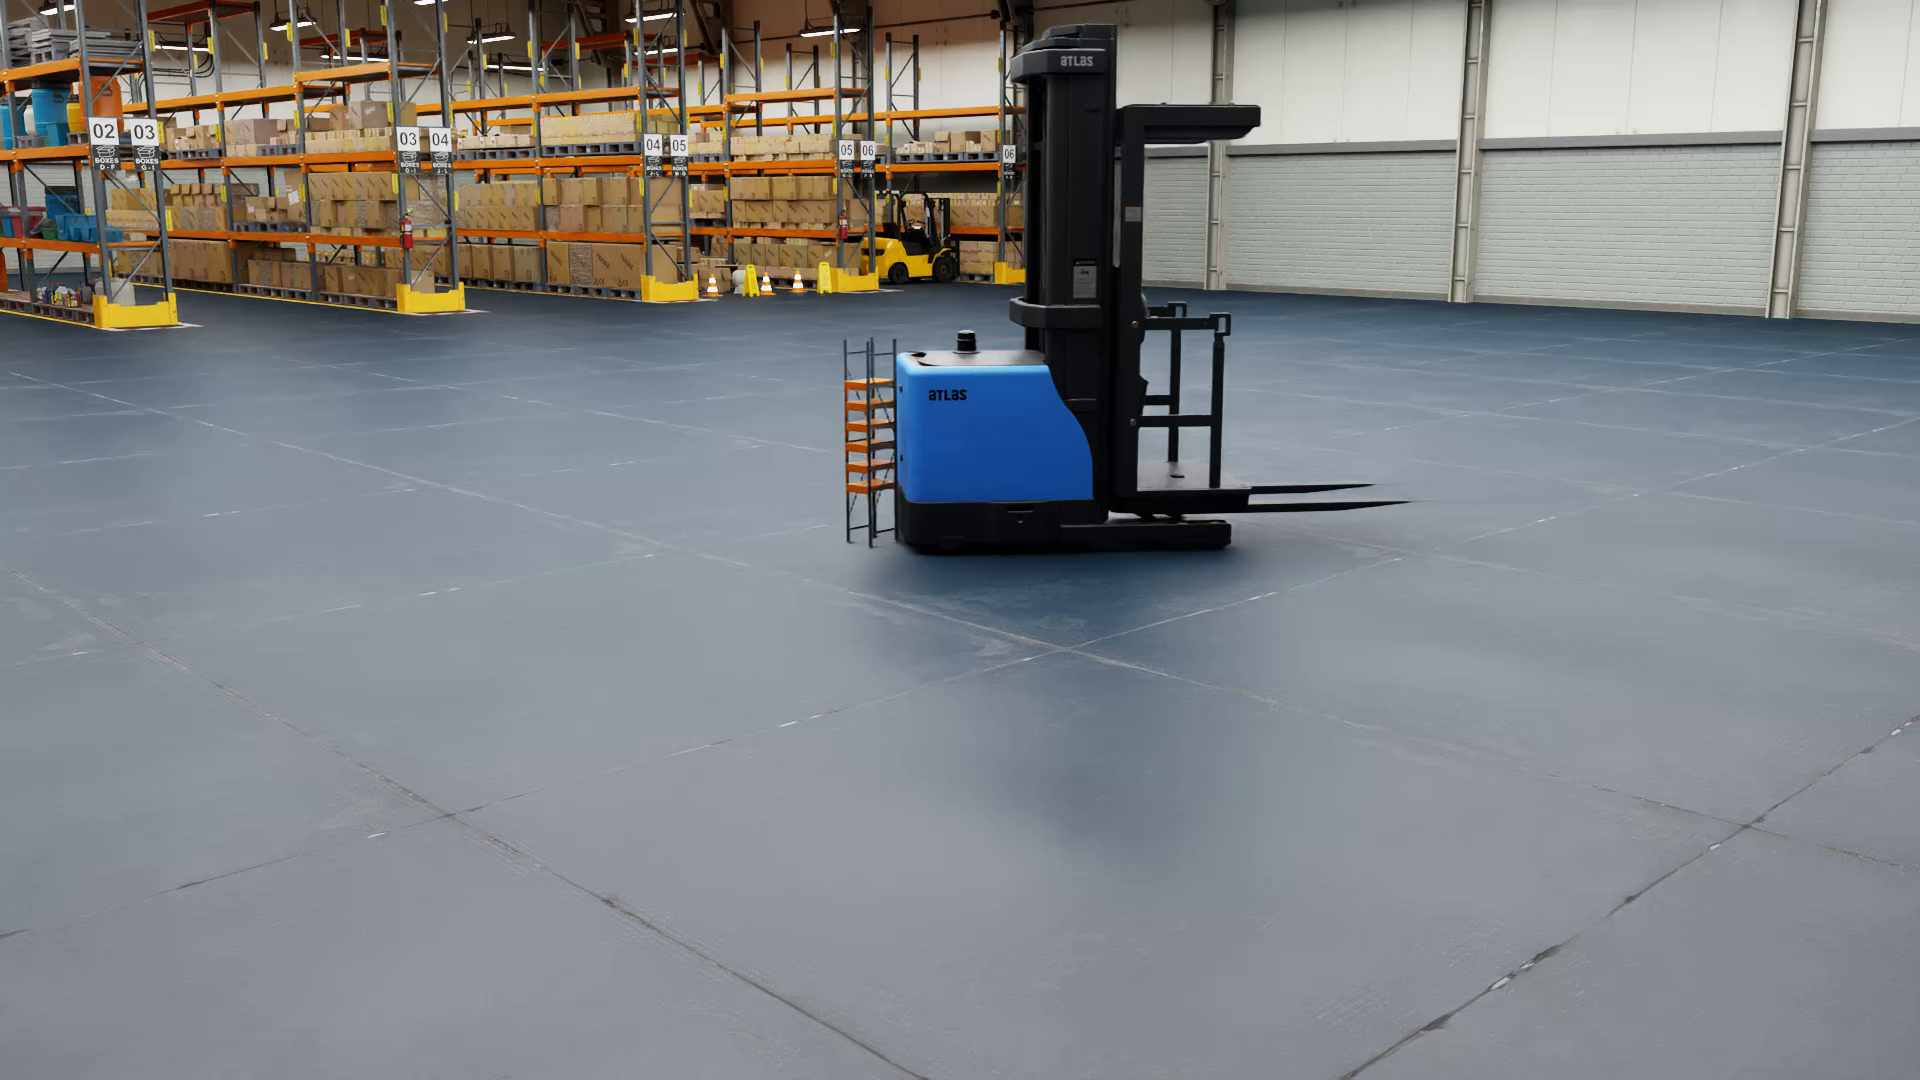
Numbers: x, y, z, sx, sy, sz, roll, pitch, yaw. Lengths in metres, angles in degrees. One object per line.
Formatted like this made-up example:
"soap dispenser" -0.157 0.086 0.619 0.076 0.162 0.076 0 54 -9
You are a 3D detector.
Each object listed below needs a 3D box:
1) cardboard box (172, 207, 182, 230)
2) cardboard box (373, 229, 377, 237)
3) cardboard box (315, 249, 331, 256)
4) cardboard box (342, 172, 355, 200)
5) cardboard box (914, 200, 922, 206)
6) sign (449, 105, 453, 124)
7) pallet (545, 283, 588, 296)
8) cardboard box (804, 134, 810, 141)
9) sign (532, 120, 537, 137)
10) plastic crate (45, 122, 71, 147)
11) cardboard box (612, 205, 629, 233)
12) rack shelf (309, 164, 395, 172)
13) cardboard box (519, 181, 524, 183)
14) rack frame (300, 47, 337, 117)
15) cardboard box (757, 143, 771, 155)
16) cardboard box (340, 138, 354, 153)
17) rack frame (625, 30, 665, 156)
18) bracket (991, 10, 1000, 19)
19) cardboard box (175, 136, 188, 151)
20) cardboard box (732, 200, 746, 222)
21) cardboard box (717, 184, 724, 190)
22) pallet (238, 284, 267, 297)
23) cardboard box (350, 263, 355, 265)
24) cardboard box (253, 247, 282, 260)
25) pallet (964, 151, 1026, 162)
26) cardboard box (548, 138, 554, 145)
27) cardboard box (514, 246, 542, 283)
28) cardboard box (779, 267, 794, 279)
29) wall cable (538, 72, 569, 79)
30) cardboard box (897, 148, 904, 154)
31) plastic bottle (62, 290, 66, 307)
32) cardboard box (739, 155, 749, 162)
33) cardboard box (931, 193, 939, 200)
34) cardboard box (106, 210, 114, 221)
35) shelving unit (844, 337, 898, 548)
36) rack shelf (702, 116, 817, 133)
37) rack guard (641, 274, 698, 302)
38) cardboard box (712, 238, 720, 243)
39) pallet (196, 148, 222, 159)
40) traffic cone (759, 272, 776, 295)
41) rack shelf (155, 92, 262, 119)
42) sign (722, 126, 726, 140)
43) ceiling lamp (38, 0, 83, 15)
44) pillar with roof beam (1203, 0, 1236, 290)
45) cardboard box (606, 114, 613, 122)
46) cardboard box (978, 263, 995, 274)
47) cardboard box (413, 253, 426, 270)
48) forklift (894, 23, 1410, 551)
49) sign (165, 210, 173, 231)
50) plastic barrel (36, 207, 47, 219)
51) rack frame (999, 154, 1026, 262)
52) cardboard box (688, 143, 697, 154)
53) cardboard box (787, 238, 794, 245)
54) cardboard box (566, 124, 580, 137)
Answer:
"cardboard box" -17.235 -7.193 37.143 0.500 0.500 0.500 -11 16 -42
"cardboard box" -10.465 -5.604 30.303 0.380 0.149 0.250 -11 16 -43
"cardboard box" -16.709 -7.556 43.704 0.250 0.149 0.380 11 16 43
"cardboard box" -11.023 -6.518 30.650 0.500 0.500 0.500 -11 16 -43
"cardboard box" -0.913 -8.390 41.347 0.380 0.149 0.250 -10 16 -41
"sign" -9.040 -7.541 29.479 0.100 0.325 0.005 -11 16 -43
"pallet" -8.069 -5.340 35.309 1.003 0.211 1.213 -11 16 -43
"cardboard box" -3.190 -8.816 36.479 0.380 0.149 0.250 -11 16 -42
"sign" -8.923 -8.627 34.859 0.100 0.325 0.005 -11 16 -43
"plastic crate" -14.549 -6.575 26.999 0.392 0.384 0.575 -11 16 -43
"cardboard box" -6.460 -6.443 33.378 0.875 0.550 0.550 -11 16 -43
"rack shelf" -15.444 -9.404 42.473 1.077 0.370 4.000 -11 16 -43
"cardboard box" -11.832 -9.752 45.481 0.380 0.149 0.250 -11 16 -44
"rack frame" -16.825 -11.518 43.515 1.000 3.000 0.127 -11 16 -43
"cardboard box" -4.222 -8.823 37.502 0.500 0.250 0.500 -11 16 -42
"cardboard box" -10.995 -7.220 30.458 0.500 0.250 0.500 -11 16 -44
"rack frame" -7.790 -11.055 41.267 1.000 3.000 0.127 -11 16 -43
"bracket" 0.950 -12.581 39.754 0.235 0.232 0.430 -11 16 -43
"cardboard box" -17.027 -8.778 36.829 0.500 0.311 0.500 11 16 43
"cardboard box" -4.925 -7.624 38.499 0.500 0.500 0.500 -11 16 -43
"cardboard box" -5.921 -8.513 40.164 0.380 0.149 0.250 -10 15 -39
"pallet" -14.419 -5.255 34.897 1.003 0.211 1.213 -11 16 -43
"cardboard box" -15.294 -6.966 42.312 0.380 0.149 0.250 -11 16 -43
"cardboard box" -14.473 -6.000 34.848 0.500 0.250 0.500 -10 15 -40
"pallet" 0.853 -9.174 39.790 1.003 0.211 1.213 -11 16 -43
"cardboard box" -8.352 -8.291 34.620 0.380 0.149 0.250 -11 16 -42
"cardboard box" -9.032 -6.010 36.183 1.050 0.750 0.750 -11 16 -43
"cardboard box" -3.735 -6.041 37.571 0.500 0.250 0.500 11 16 43
"wall cable" -12.699 -16.641 54.597 2.988 3.039 0.133 -11 16 -43
"cardboard box" -1.350 -9.718 41.546 0.380 0.149 0.250 -10 16 -41
"plastic bottle" -14.850 -4.027 27.683 0.135 0.276 0.152 11 16 44
"cardboard box" -4.851 -8.753 38.150 0.380 0.149 0.250 -11 16 -42
"cardboard box" -0.487 -8.472 41.008 0.380 0.149 0.250 -11 16 -43
"cardboard box" -20.346 -7.867 40.299 0.500 0.250 0.500 11 16 44
"shelving unit" -0.518 -0.570 9.704 0.189 1.200 0.258 10 16 41
"rack shelf" -5.583 -11.491 46.157 1.077 0.370 4.000 -11 16 -43
"rack guard" -5.759 -5.016 33.021 1.175 0.500 0.348 -11 16 -43
"cardboard box" -6.909 -8.602 47.776 0.380 0.149 0.250 -10 15 -40
"pallet" -15.440 -8.199 35.306 1.213 0.211 1.003 -10 15 -40
"traffic cone" -4.063 -5.385 34.902 0.336 0.463 0.334 -11 16 -43
"rack shelf" -16.338 -9.417 36.094 1.077 0.370 4.000 -11 16 -43
"sign" -5.426 -9.370 38.267 0.100 0.325 0.005 -11 16 -43
"ceiling lamp" -18.701 -12.694 34.761 0.800 3.185 2.000 -11 16 -43
"pillar with roof beam" 2.523 -9.331 32.901 9.100 9.000 0.548 -11 16 -43
"cardboard box" -6.782 -8.349 32.927 0.380 0.149 0.250 -11 16 -42
"cardboard box" 0.769 -6.525 39.920 0.500 0.250 0.500 -11 16 -42
"cardboard box" -12.676 -6.604 39.686 0.500 0.500 0.500 11 16 43
"forklift" 1.146 -1.478 9.820 3.031 2.935 1.130 -1 12 -7
"sign" -12.614 -5.089 26.494 0.100 0.325 0.005 -11 16 -43
"plastic barrel" -16.279 -5.698 29.799 0.433 0.535 0.433 0 12 0
"rack frame" 1.322 -7.641 39.566 1.000 3.000 0.127 -11 16 -43
"cardboard box" -6.233 -9.348 39.749 0.500 0.250 0.500 -11 16 -42
"cardboard box" -3.661 -6.693 37.273 0.380 0.149 0.250 -10 15 -40
"cardboard box" -7.704 -8.367 34.000 0.500 0.250 0.500 -11 16 -43
